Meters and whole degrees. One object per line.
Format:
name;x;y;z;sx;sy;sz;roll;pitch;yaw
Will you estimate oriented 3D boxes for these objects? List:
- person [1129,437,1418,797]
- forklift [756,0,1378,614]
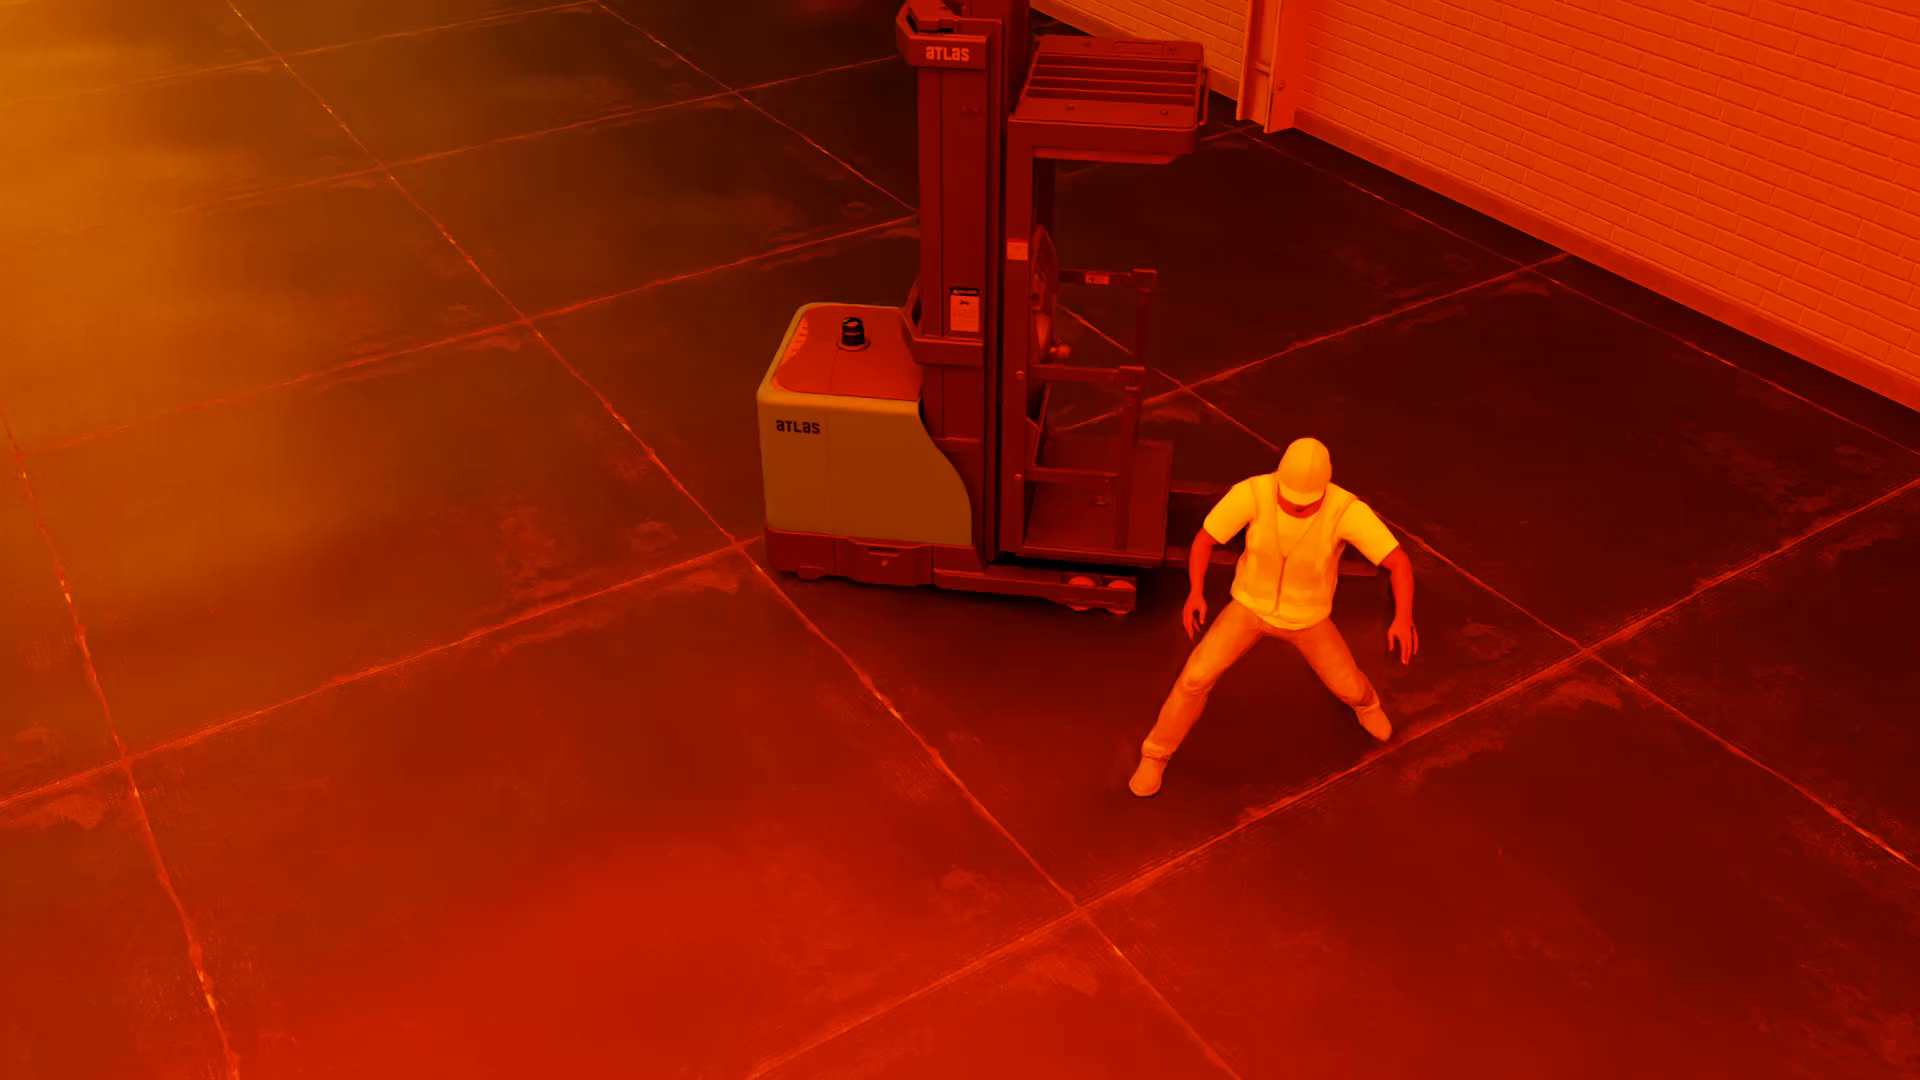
person;1.357;0.314;6.906;1.065;1.606;0.996;10;36;14
forklift;0.580;-1.163;7.804;3.031;2.935;1.130;5;35;7
